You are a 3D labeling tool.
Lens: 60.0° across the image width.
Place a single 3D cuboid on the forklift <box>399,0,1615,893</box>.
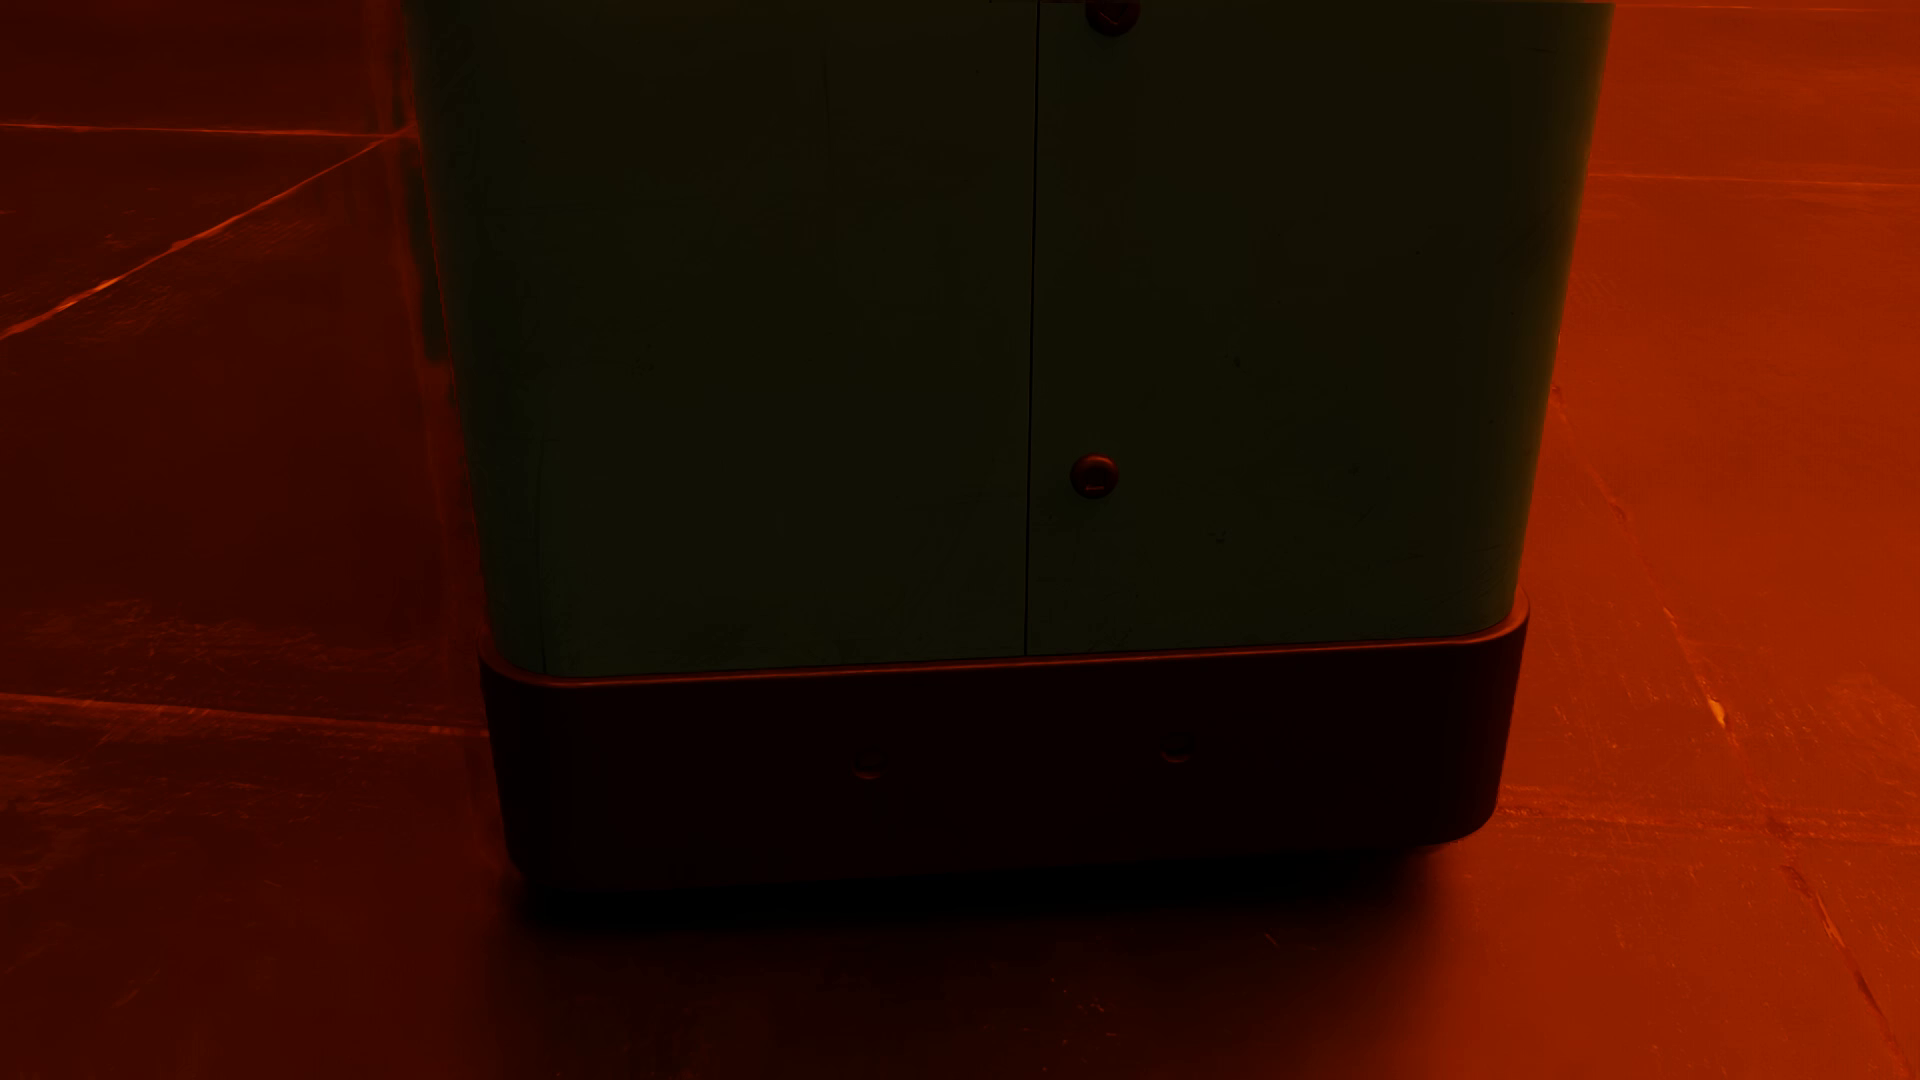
[{"bbox_3d":[-0.077,-1.589,2.401,1.130,2.935,3.031,-2,27,-5],"label":"forklift"}]
